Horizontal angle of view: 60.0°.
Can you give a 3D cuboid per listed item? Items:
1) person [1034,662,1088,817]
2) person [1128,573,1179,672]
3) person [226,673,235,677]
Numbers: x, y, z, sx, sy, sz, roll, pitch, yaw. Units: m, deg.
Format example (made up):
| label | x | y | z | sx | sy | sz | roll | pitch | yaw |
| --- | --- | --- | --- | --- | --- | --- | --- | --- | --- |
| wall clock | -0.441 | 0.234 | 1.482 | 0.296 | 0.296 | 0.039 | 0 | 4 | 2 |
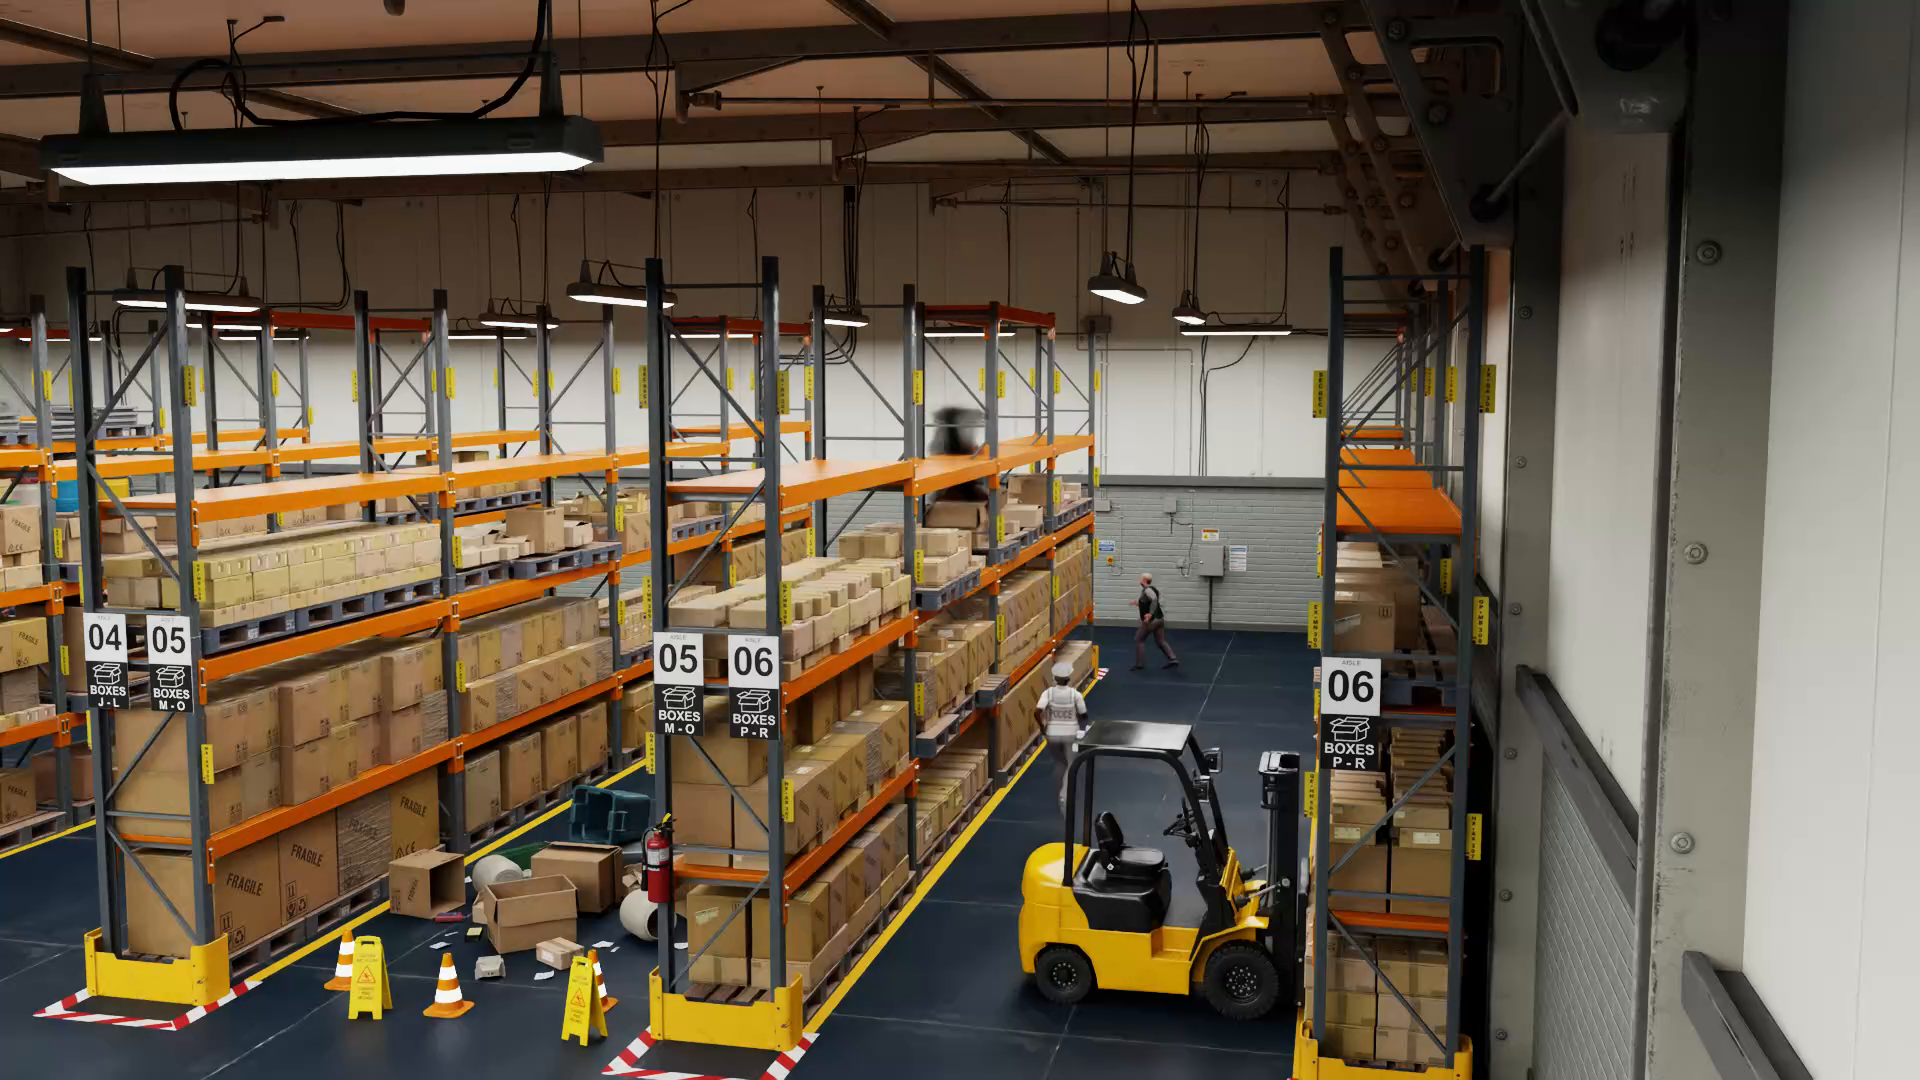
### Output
| label | x | y | z | sx | sy | sz | roll | pitch | yaw |
| --- | --- | --- | --- | --- | --- | --- | --- | --- | --- |
| person | 1.139 | 2.201 | 18.581 | 0.584 | 1.695 | 0.817 | 1 | 6 | 12 |
| person | 3.321 | 1.473 | 28.588 | 0.965 | 1.636 | 0.653 | 4 | 7 | 33 |
| person | -8.380 | 2.359 | 19.531 | 0.703 | 1.716 | 0.794 | -5 | 7 | -38 |
